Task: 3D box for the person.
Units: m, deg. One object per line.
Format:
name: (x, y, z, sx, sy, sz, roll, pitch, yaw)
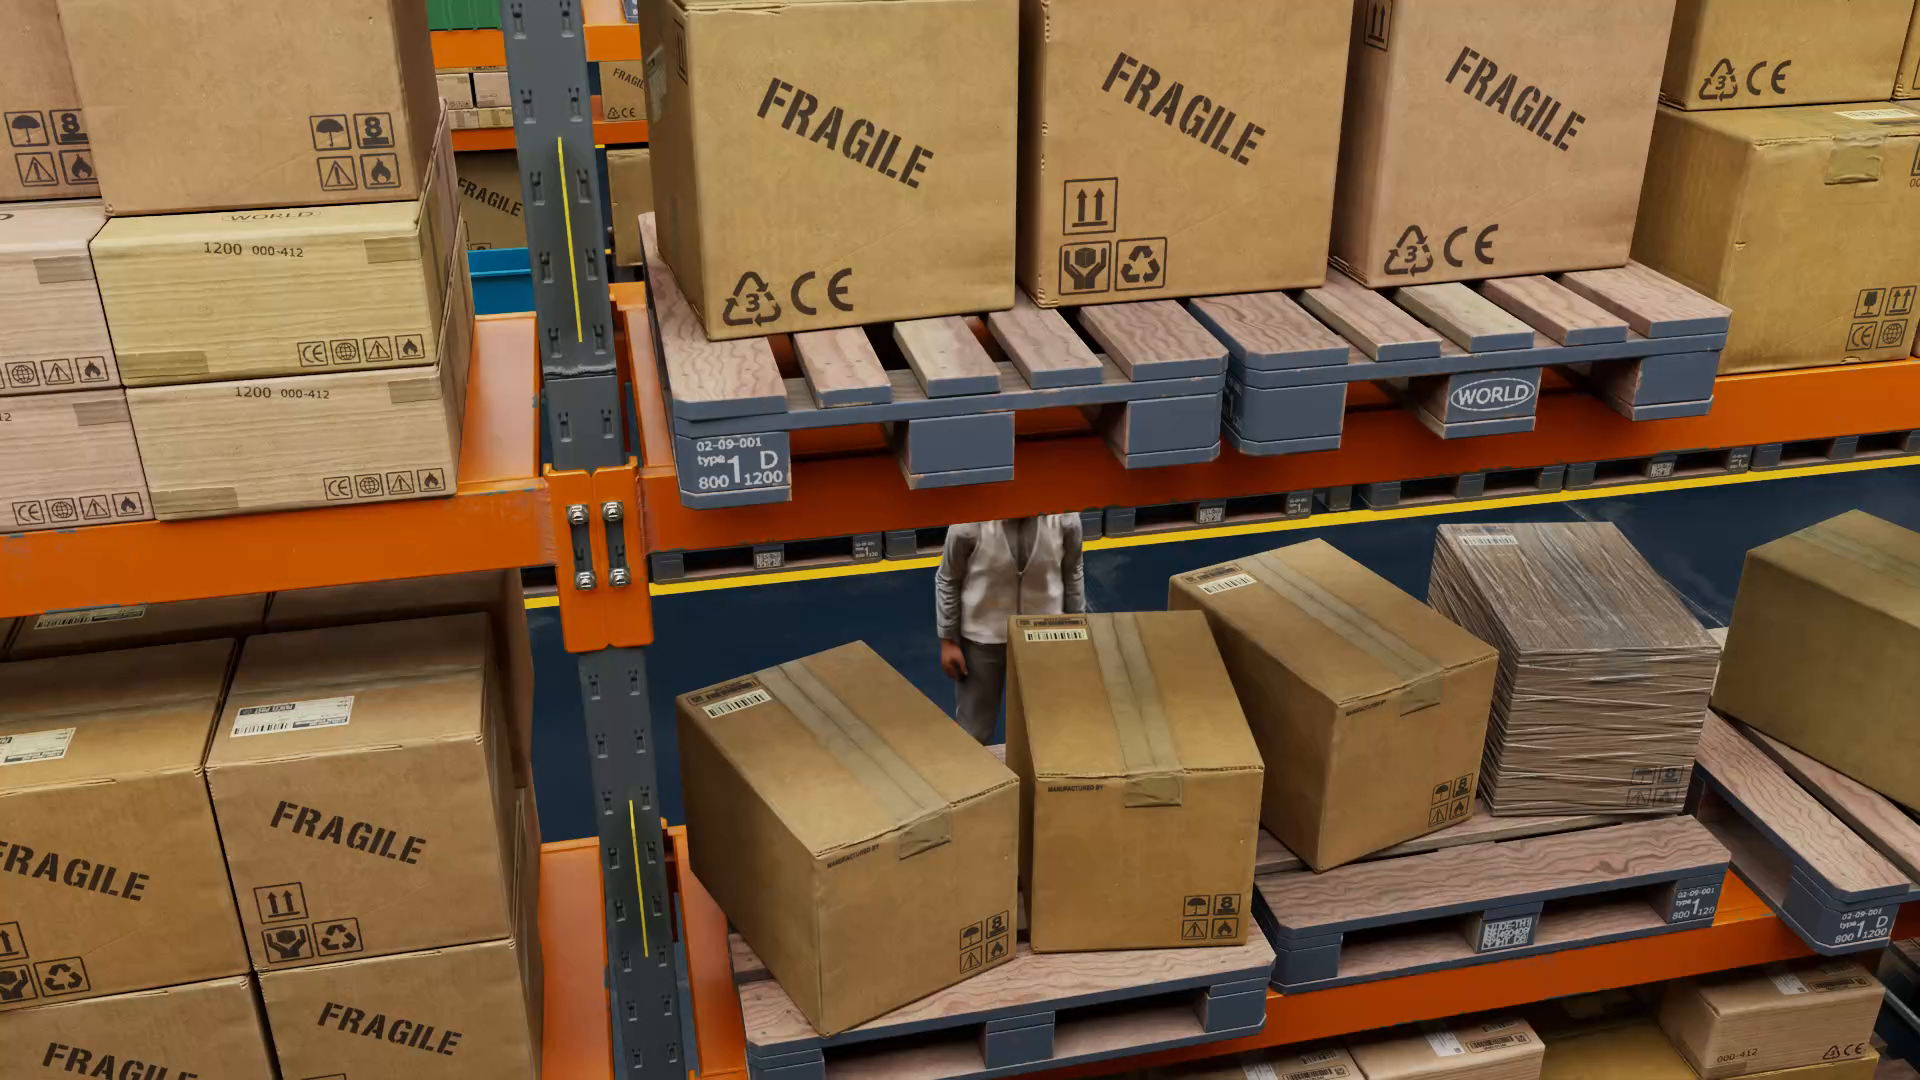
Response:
person: (0.195, 0.361, 6.366, 0.581, 1.769, 0.460, -6, 27, -11)
